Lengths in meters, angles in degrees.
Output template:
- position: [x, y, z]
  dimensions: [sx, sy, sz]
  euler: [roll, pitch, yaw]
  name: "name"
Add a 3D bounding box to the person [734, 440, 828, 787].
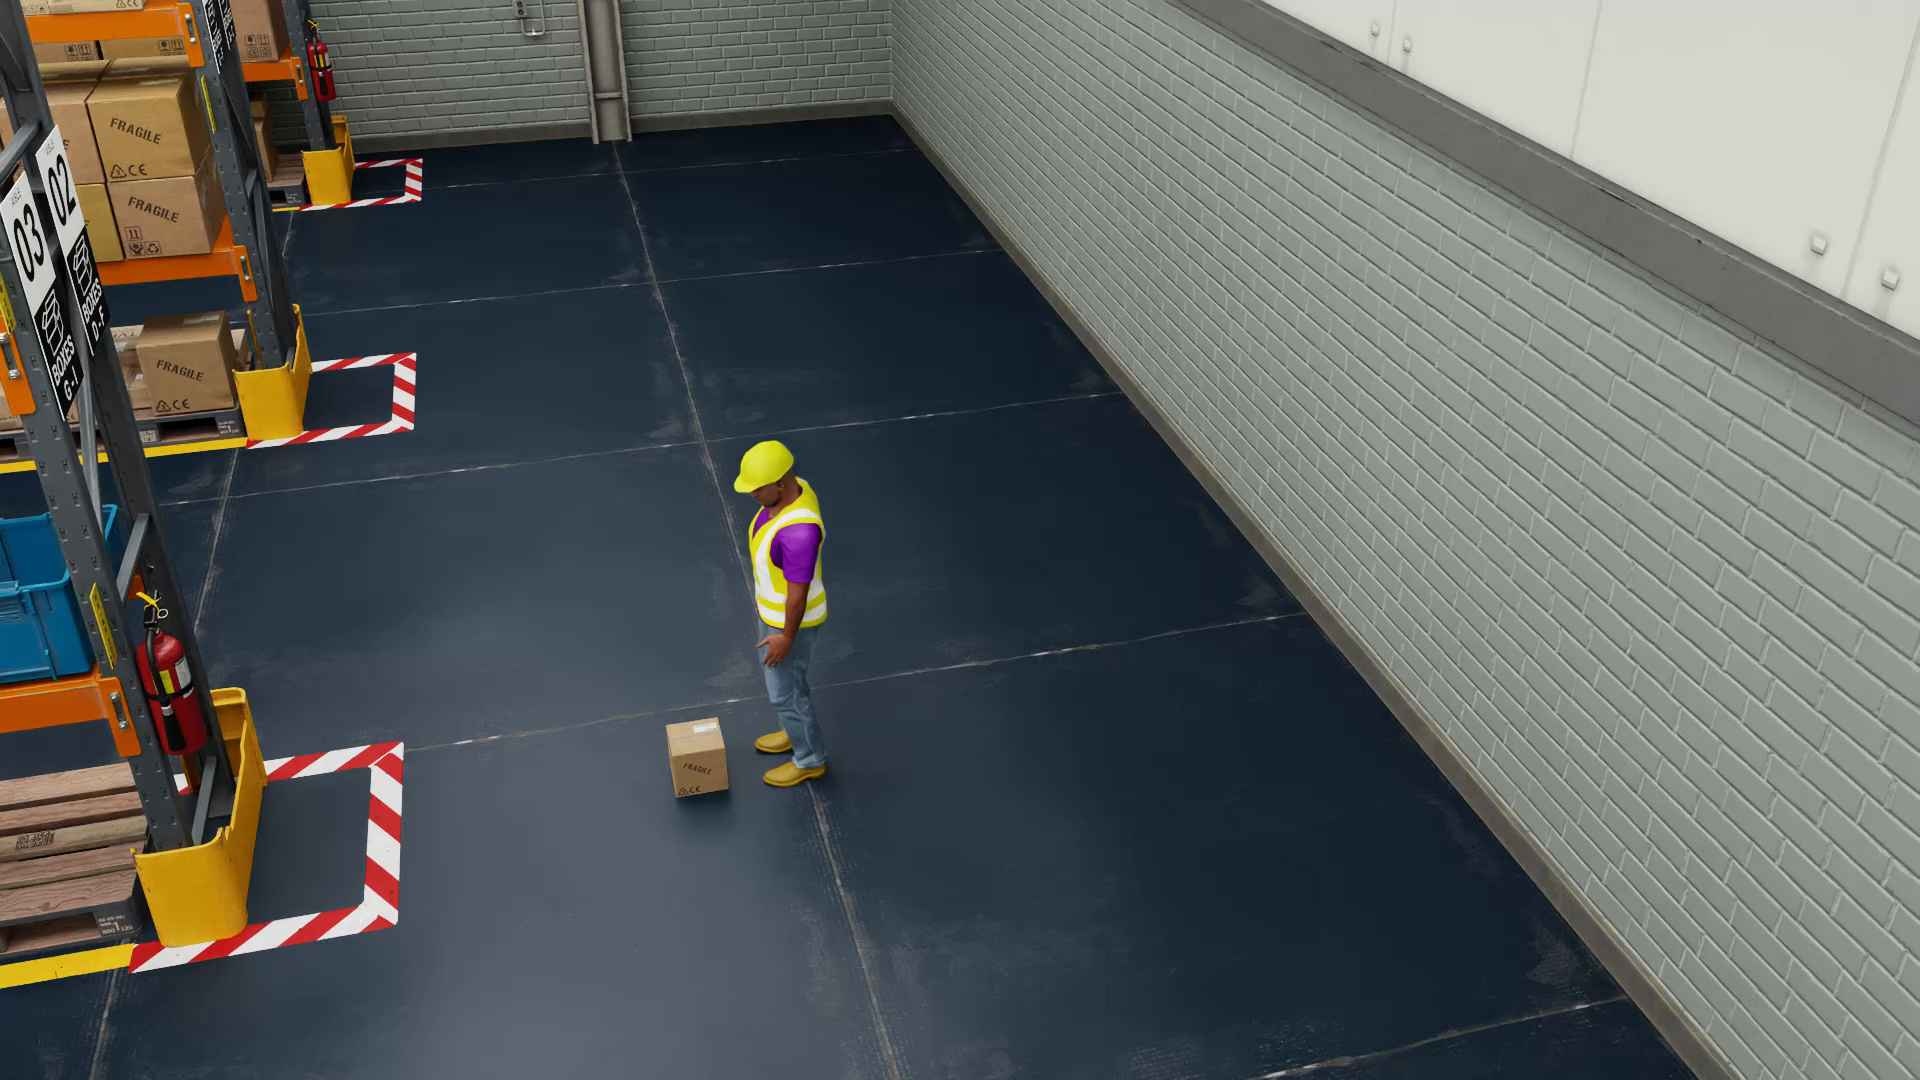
- position: [-0.802, 0.332, 7.661]
  dimensions: [0.384, 1.754, 0.573]
  euler: [-7, 31, -12]
  name: "person"
